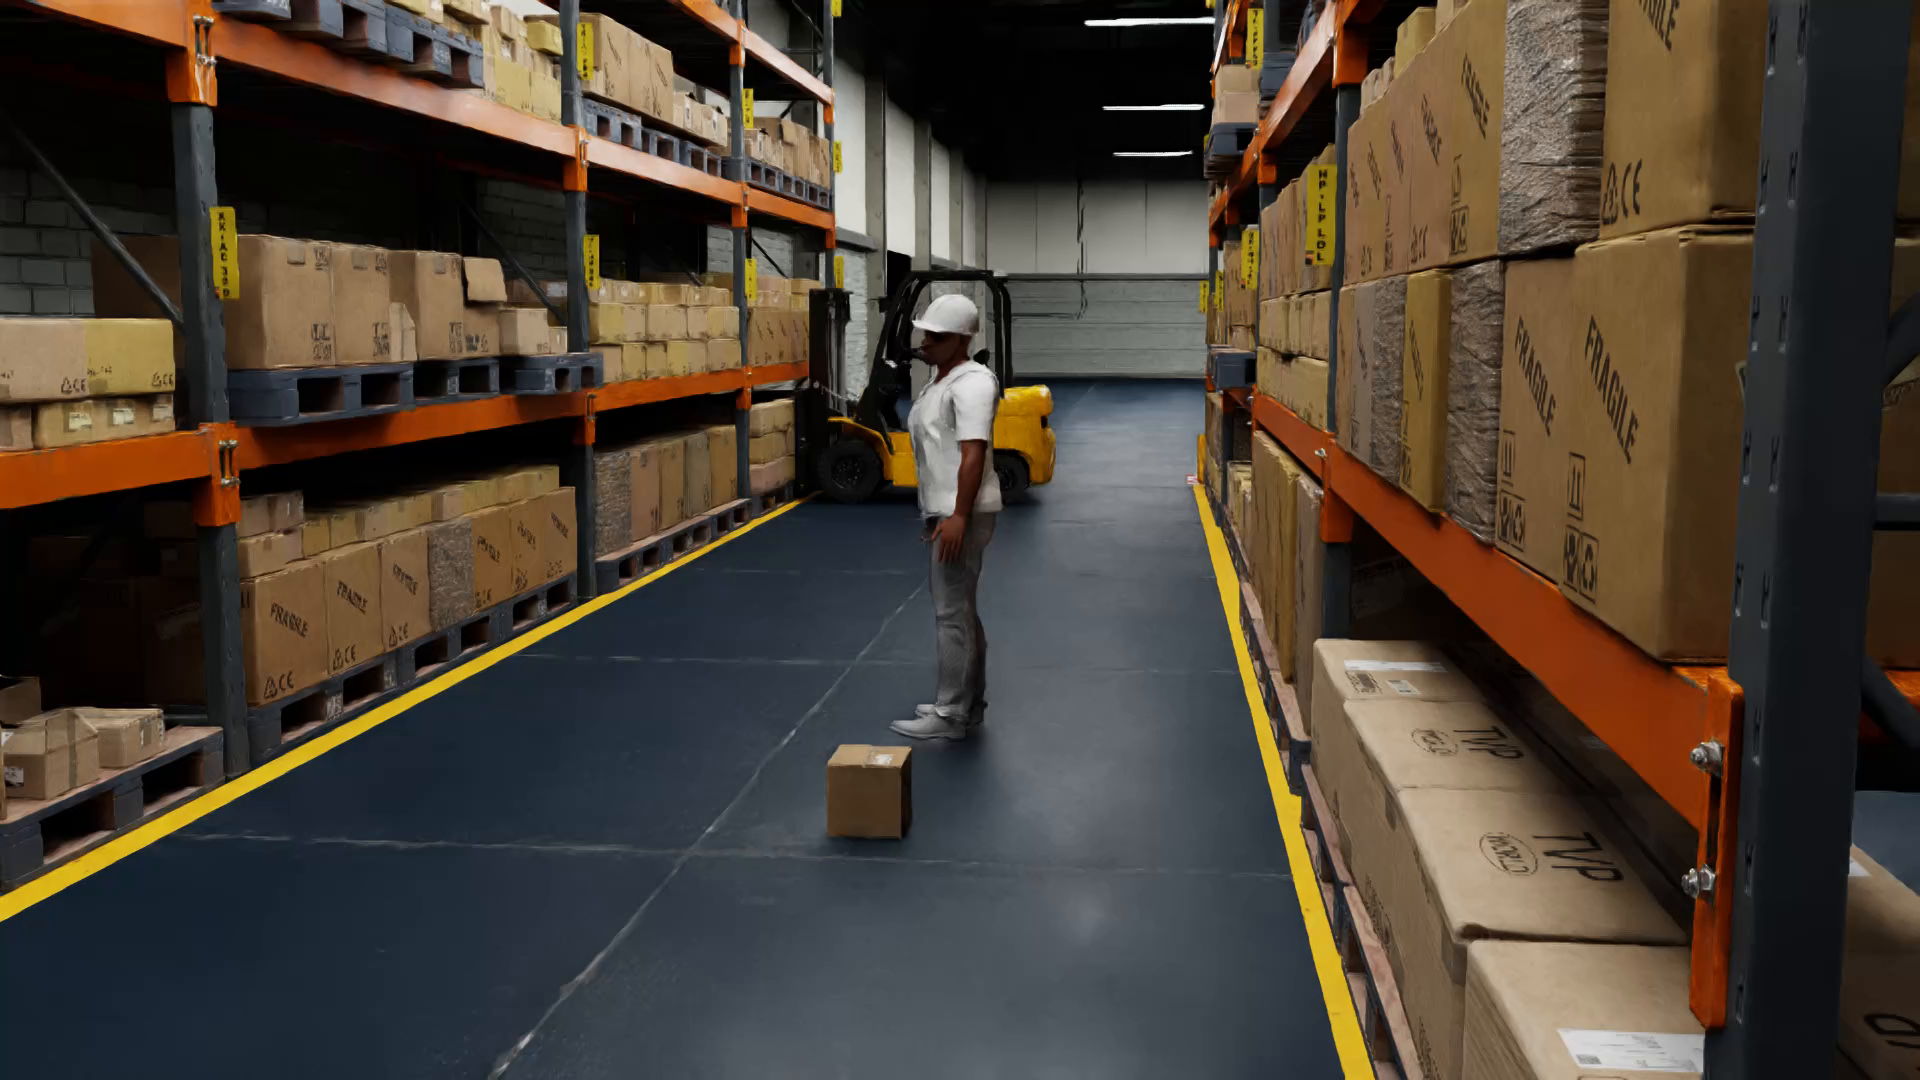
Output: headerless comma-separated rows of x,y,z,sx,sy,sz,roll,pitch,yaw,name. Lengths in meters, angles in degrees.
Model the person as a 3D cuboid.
-0.081,-0.093,6.670,0.470,1.770,0.636,-2,8,-13,person
